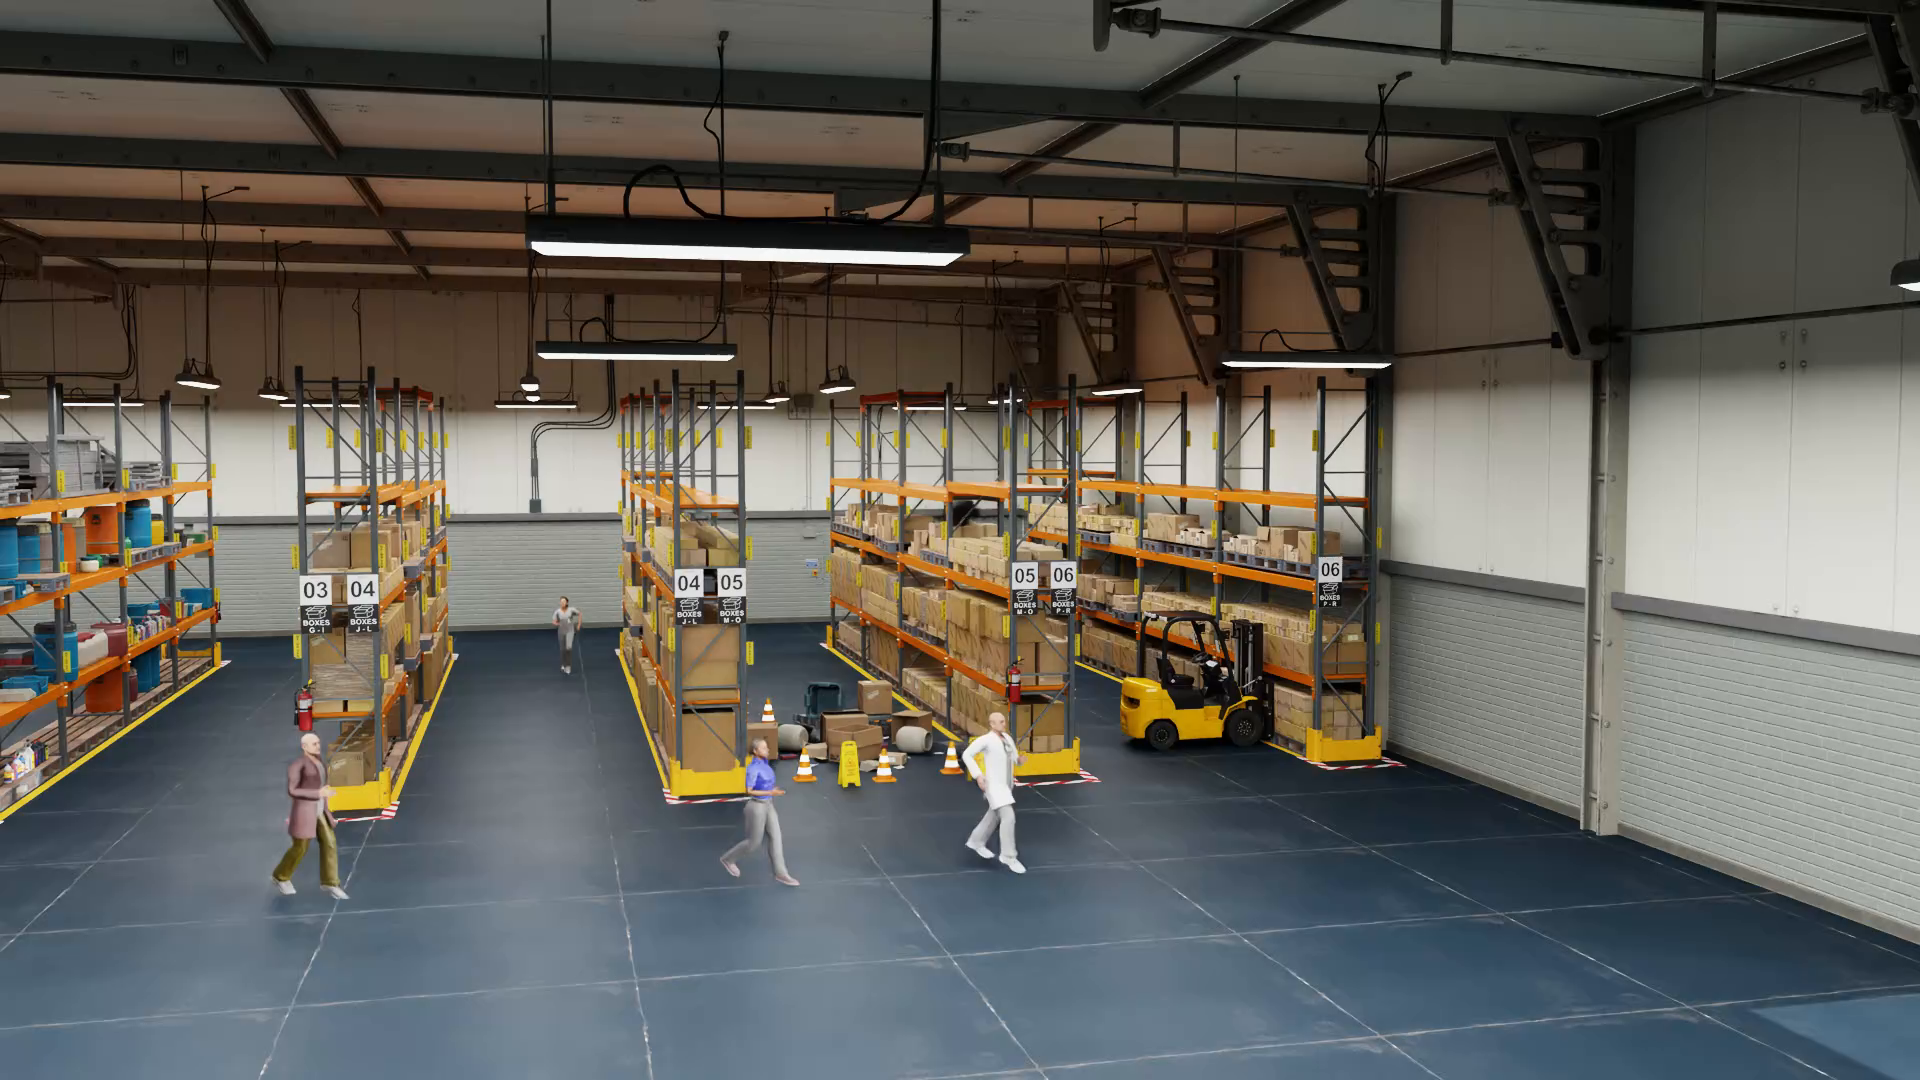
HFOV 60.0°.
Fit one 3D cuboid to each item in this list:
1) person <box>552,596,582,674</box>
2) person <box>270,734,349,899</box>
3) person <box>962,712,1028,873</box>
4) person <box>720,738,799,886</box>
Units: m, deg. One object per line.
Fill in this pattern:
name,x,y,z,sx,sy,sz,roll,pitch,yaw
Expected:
person,-8.436,2.036,35.698,0.575,1.664,0.855,0,3,-4
person,-7.136,3.028,18.199,0.887,1.845,0.736,1,4,16
person,0.428,2.974,19.549,0.902,1.755,0.680,2,4,32
person,-2.256,3.051,18.680,0.924,1.644,0.579,1,4,19
